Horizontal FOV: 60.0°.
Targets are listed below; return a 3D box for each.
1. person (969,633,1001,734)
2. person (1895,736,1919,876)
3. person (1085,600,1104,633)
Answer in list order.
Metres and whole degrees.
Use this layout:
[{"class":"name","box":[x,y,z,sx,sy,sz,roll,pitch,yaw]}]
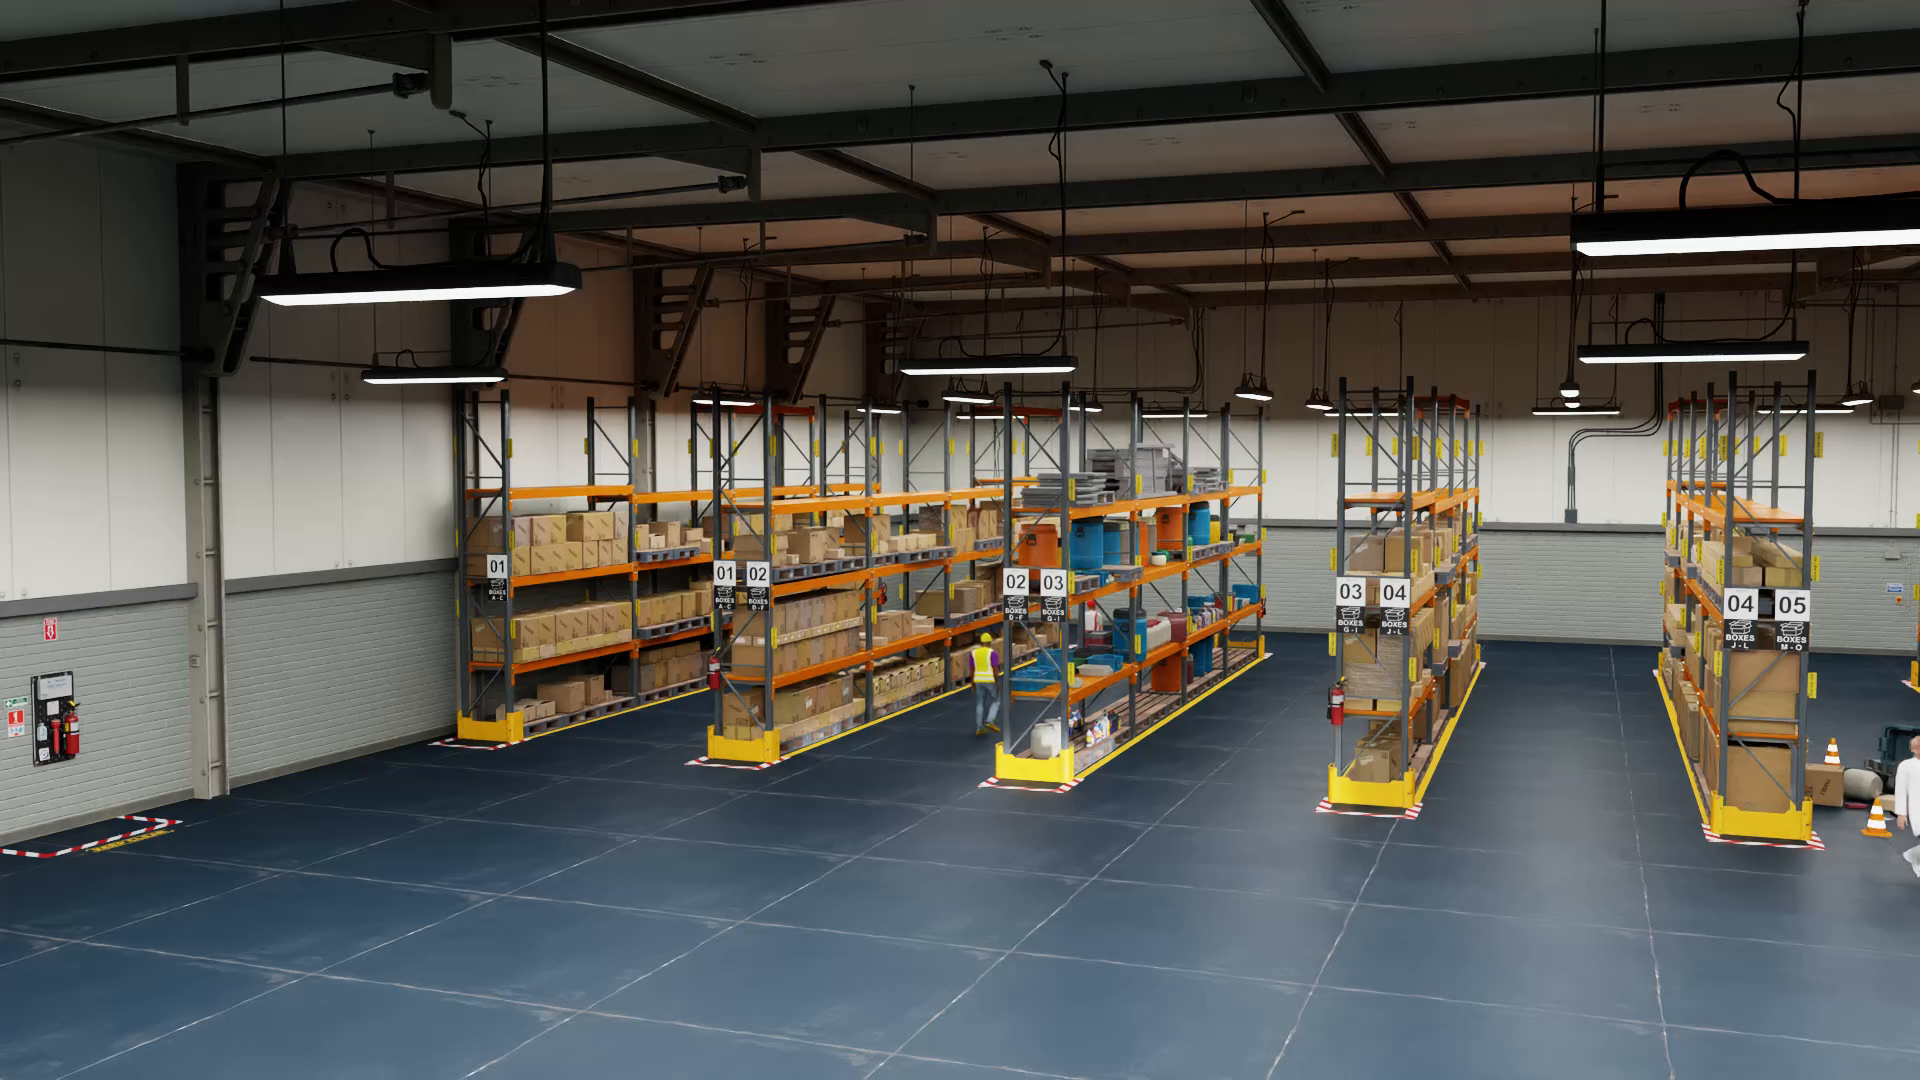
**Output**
[{"class":"person","box":[0.444,2.502,29.156,0.612,1.745,0.527,2,4,30]},{"class":"person","box":[10.934,3.092,18.769,0.588,1.739,0.918,0,3,-4]},{"class":"person","box":[2.826,2.151,35.681,0.574,1.788,0.551,1,3,24]}]
